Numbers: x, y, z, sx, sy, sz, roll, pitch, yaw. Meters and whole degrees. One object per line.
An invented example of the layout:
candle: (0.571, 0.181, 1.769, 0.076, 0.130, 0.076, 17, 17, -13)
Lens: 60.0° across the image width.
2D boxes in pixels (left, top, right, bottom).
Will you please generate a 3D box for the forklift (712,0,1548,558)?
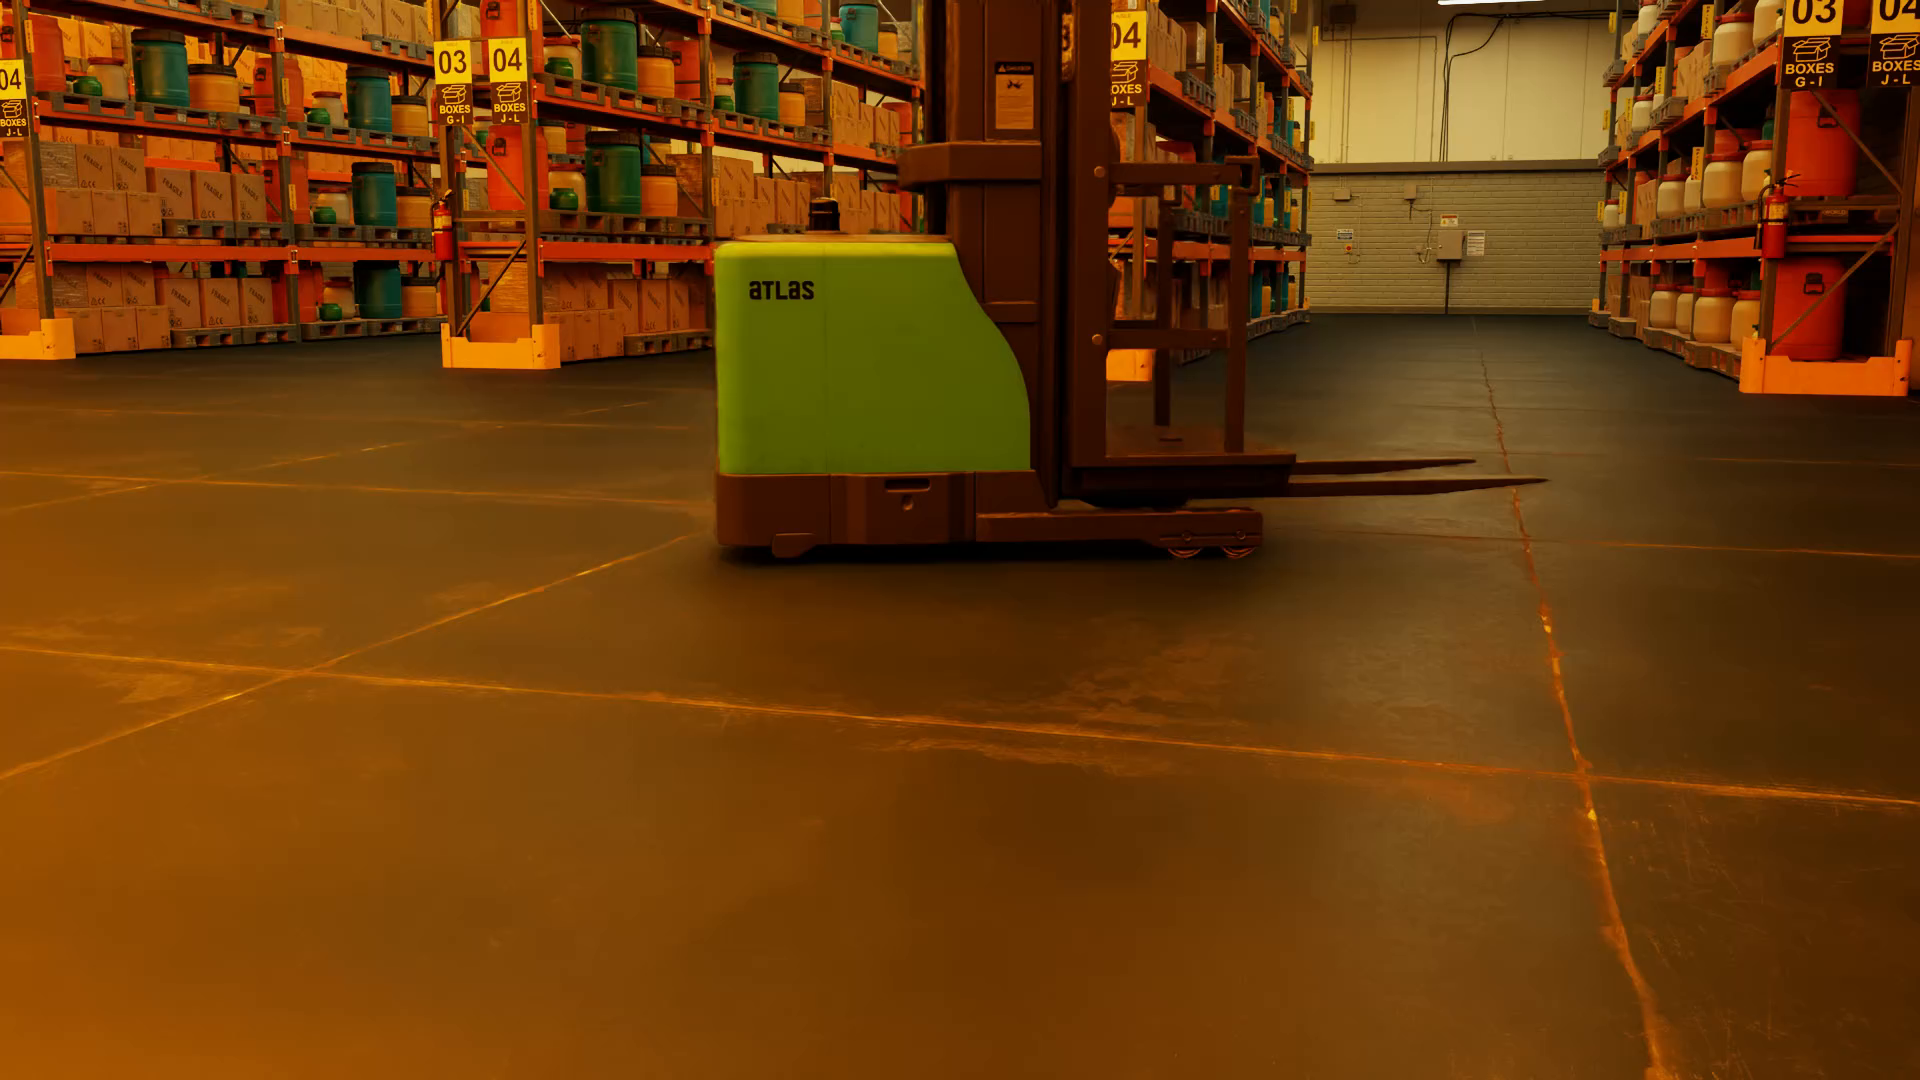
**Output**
forklift: (0.619, -1.469, 6.031, 3.031, 2.935, 1.130, -1, 9, -8)
